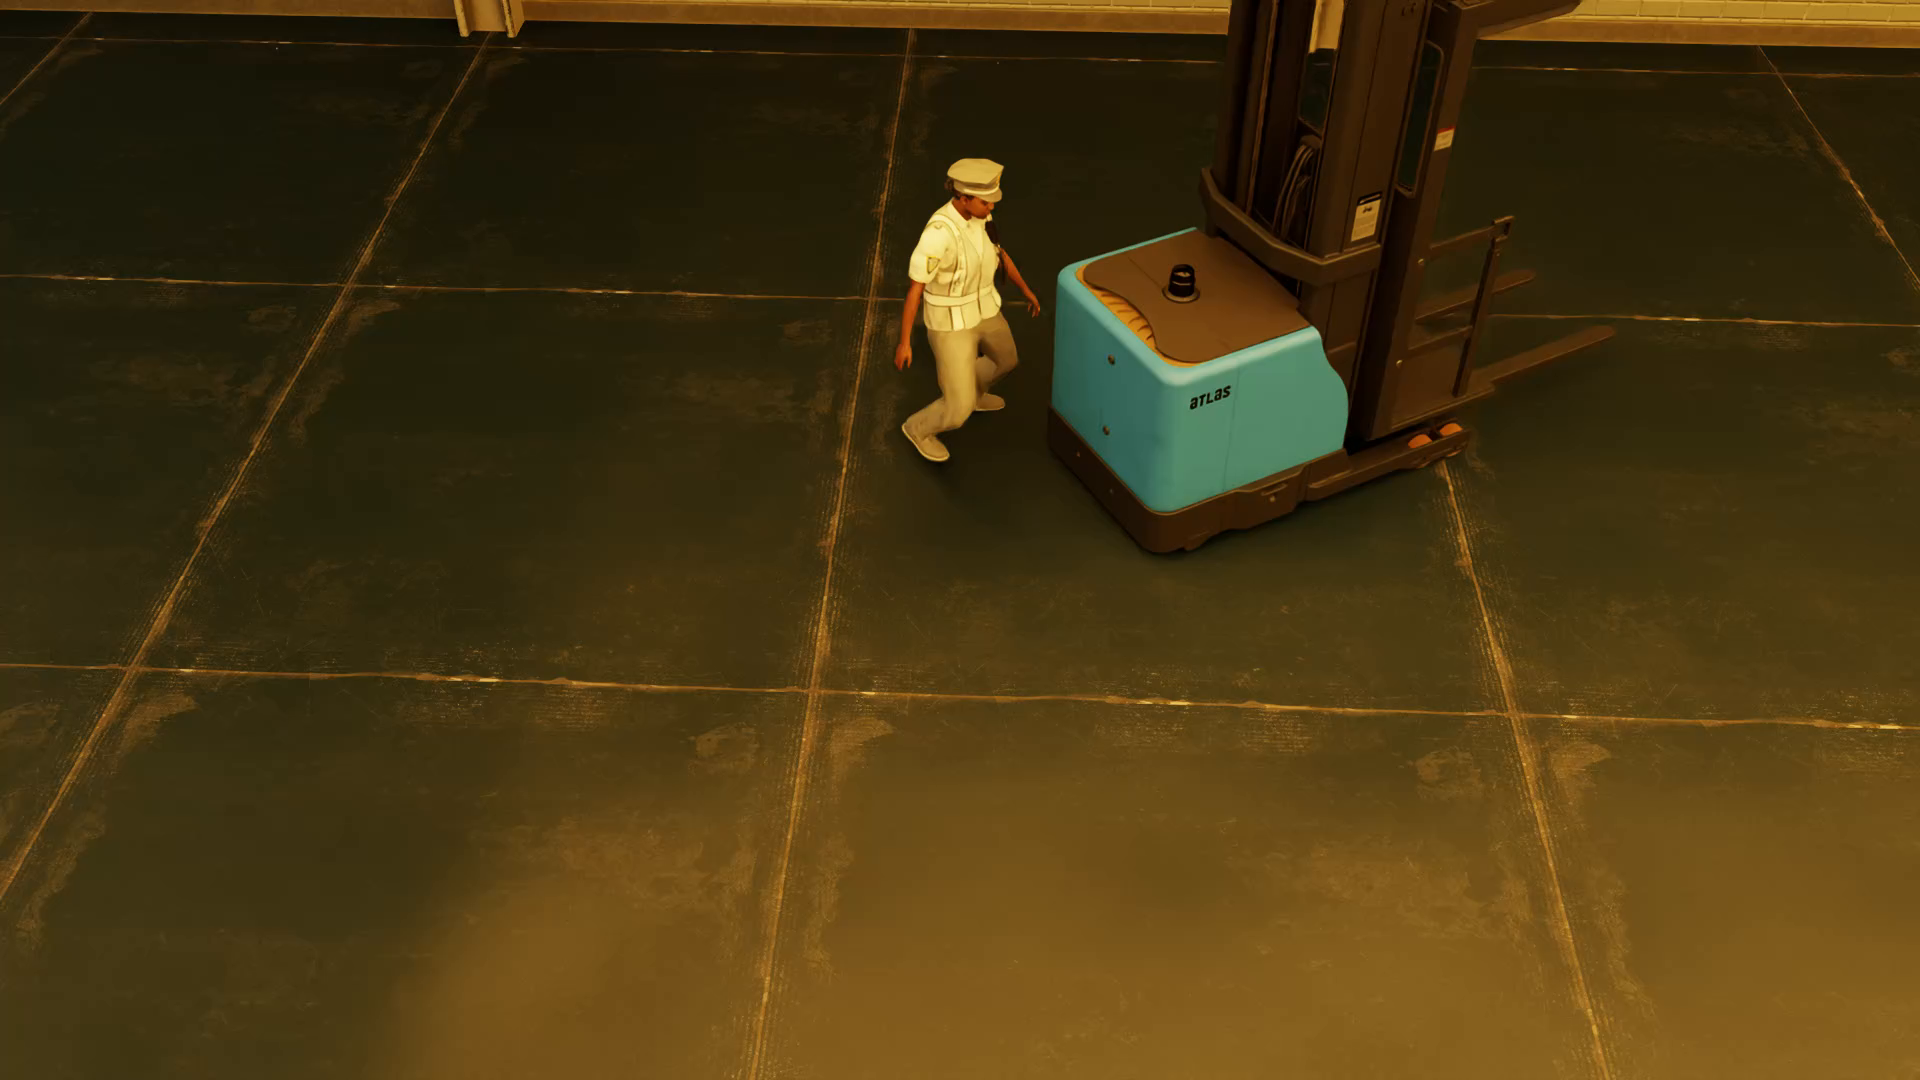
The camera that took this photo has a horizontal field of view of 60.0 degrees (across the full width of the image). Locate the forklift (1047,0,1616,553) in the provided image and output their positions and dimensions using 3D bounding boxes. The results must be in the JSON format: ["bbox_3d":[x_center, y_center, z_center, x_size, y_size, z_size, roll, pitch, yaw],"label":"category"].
[{"bbox_3d":[1.981,-1.736,7.644,3.031,2.935,1.130,-20,46,-20],"label":"forklift"}]

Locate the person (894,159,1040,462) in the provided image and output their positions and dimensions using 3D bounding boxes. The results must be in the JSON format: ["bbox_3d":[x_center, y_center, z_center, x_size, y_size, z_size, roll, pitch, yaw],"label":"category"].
[{"bbox_3d":[0.021,-1.064,7.944,0.540,1.566,0.835,32,51,30],"label":"person"}]
